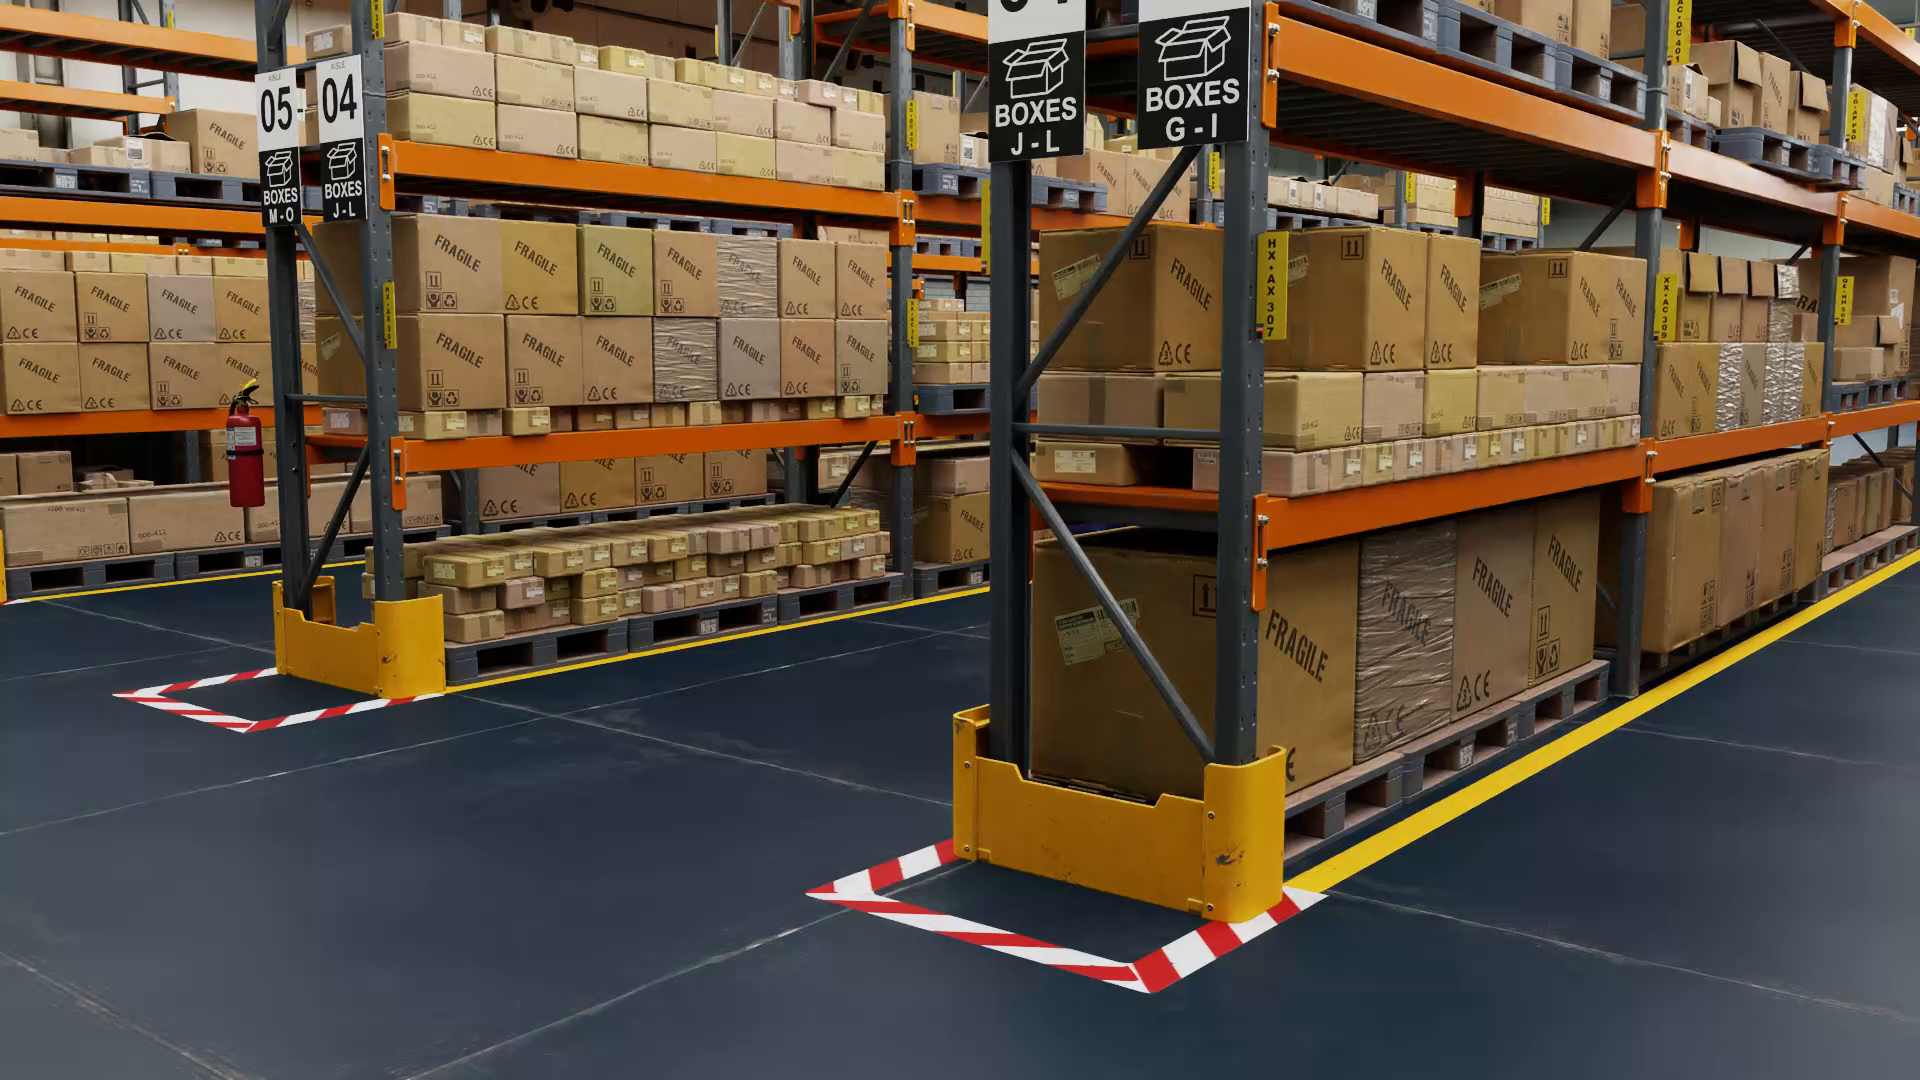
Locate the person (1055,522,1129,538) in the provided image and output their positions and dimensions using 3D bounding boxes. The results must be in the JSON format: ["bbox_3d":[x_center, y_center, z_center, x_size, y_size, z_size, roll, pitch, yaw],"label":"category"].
[{"bbox_3d":[0.737,0.108,8.737,0.537,1.340,0.673,5,9,39],"label":"person"}]
